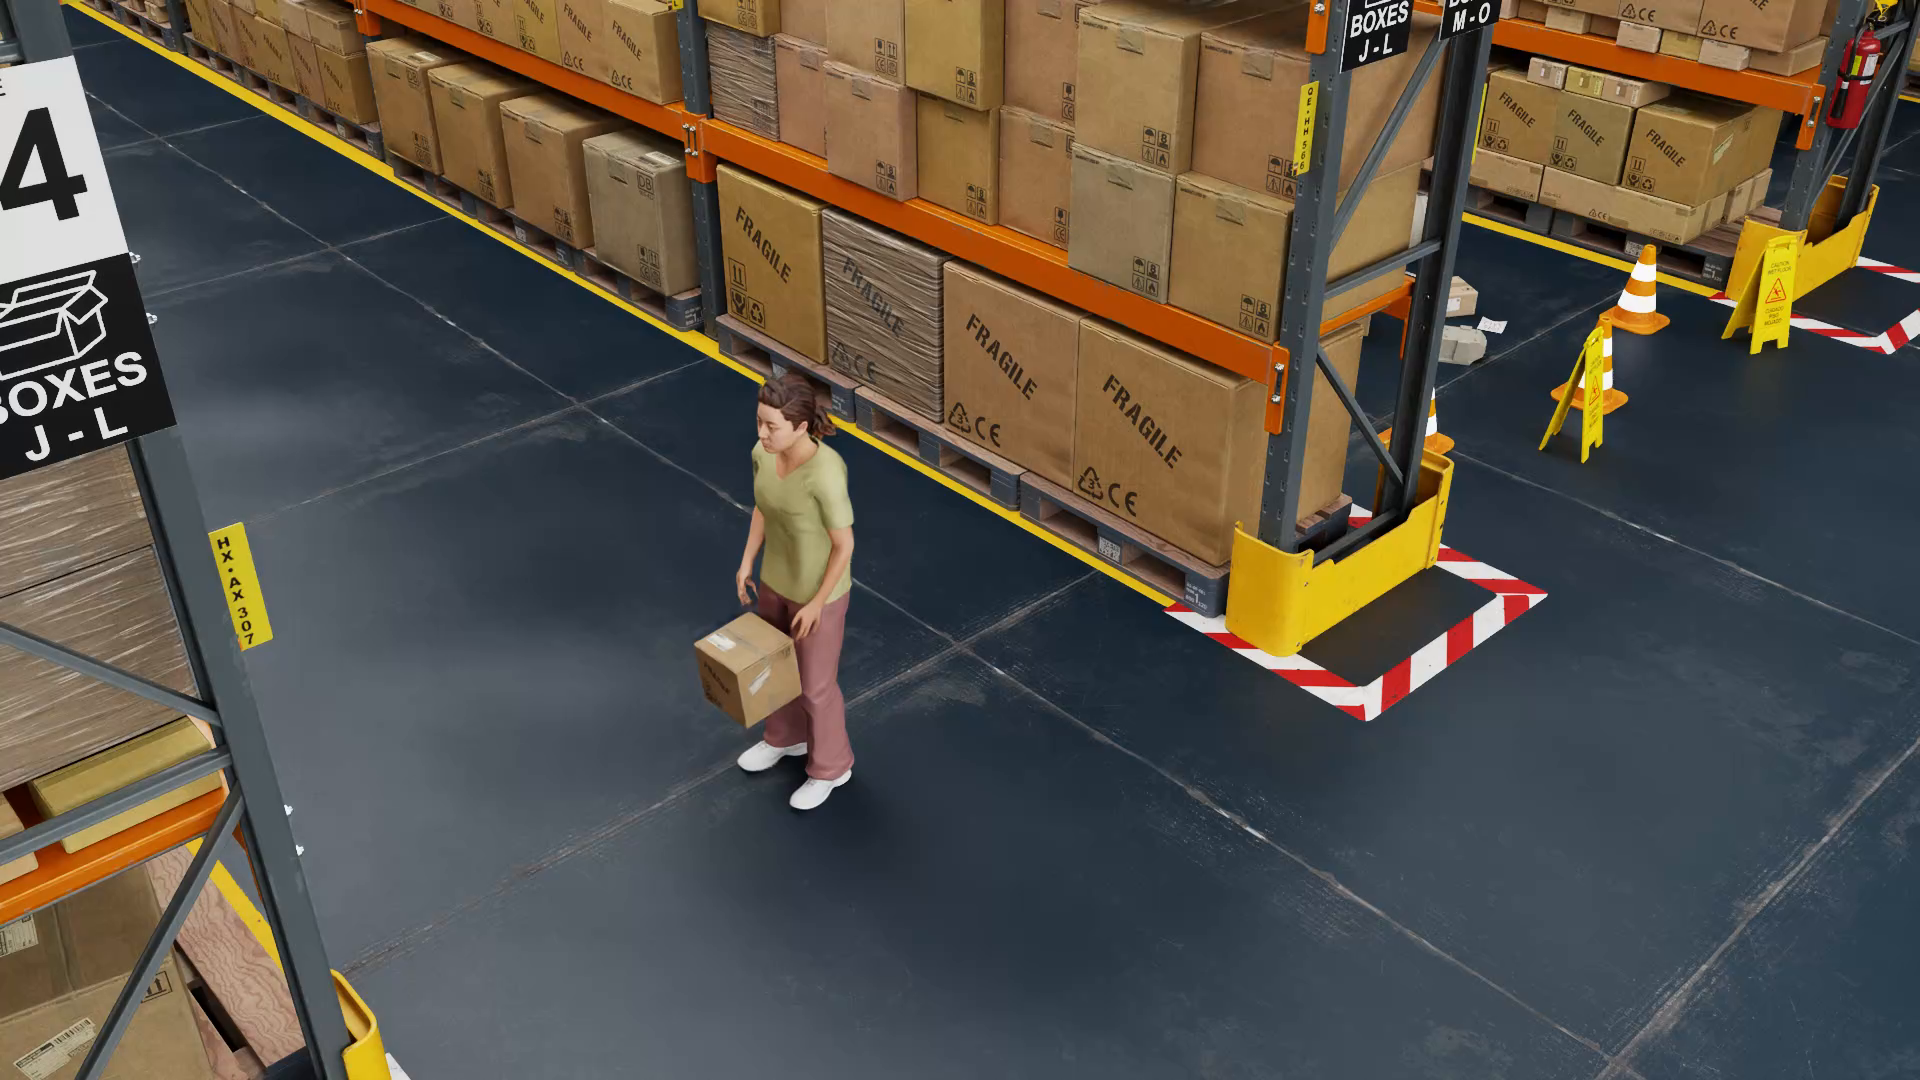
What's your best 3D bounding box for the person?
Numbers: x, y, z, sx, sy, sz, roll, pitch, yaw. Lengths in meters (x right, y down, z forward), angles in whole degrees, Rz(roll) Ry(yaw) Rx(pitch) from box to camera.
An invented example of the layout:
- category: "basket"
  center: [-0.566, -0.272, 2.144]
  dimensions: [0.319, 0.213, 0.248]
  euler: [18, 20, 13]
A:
- category: "person"
  center: [-0.573, 0.177, 5.849]
  dimensions: [0.365, 1.676, 0.479]
  euler: [-27, 41, -36]
